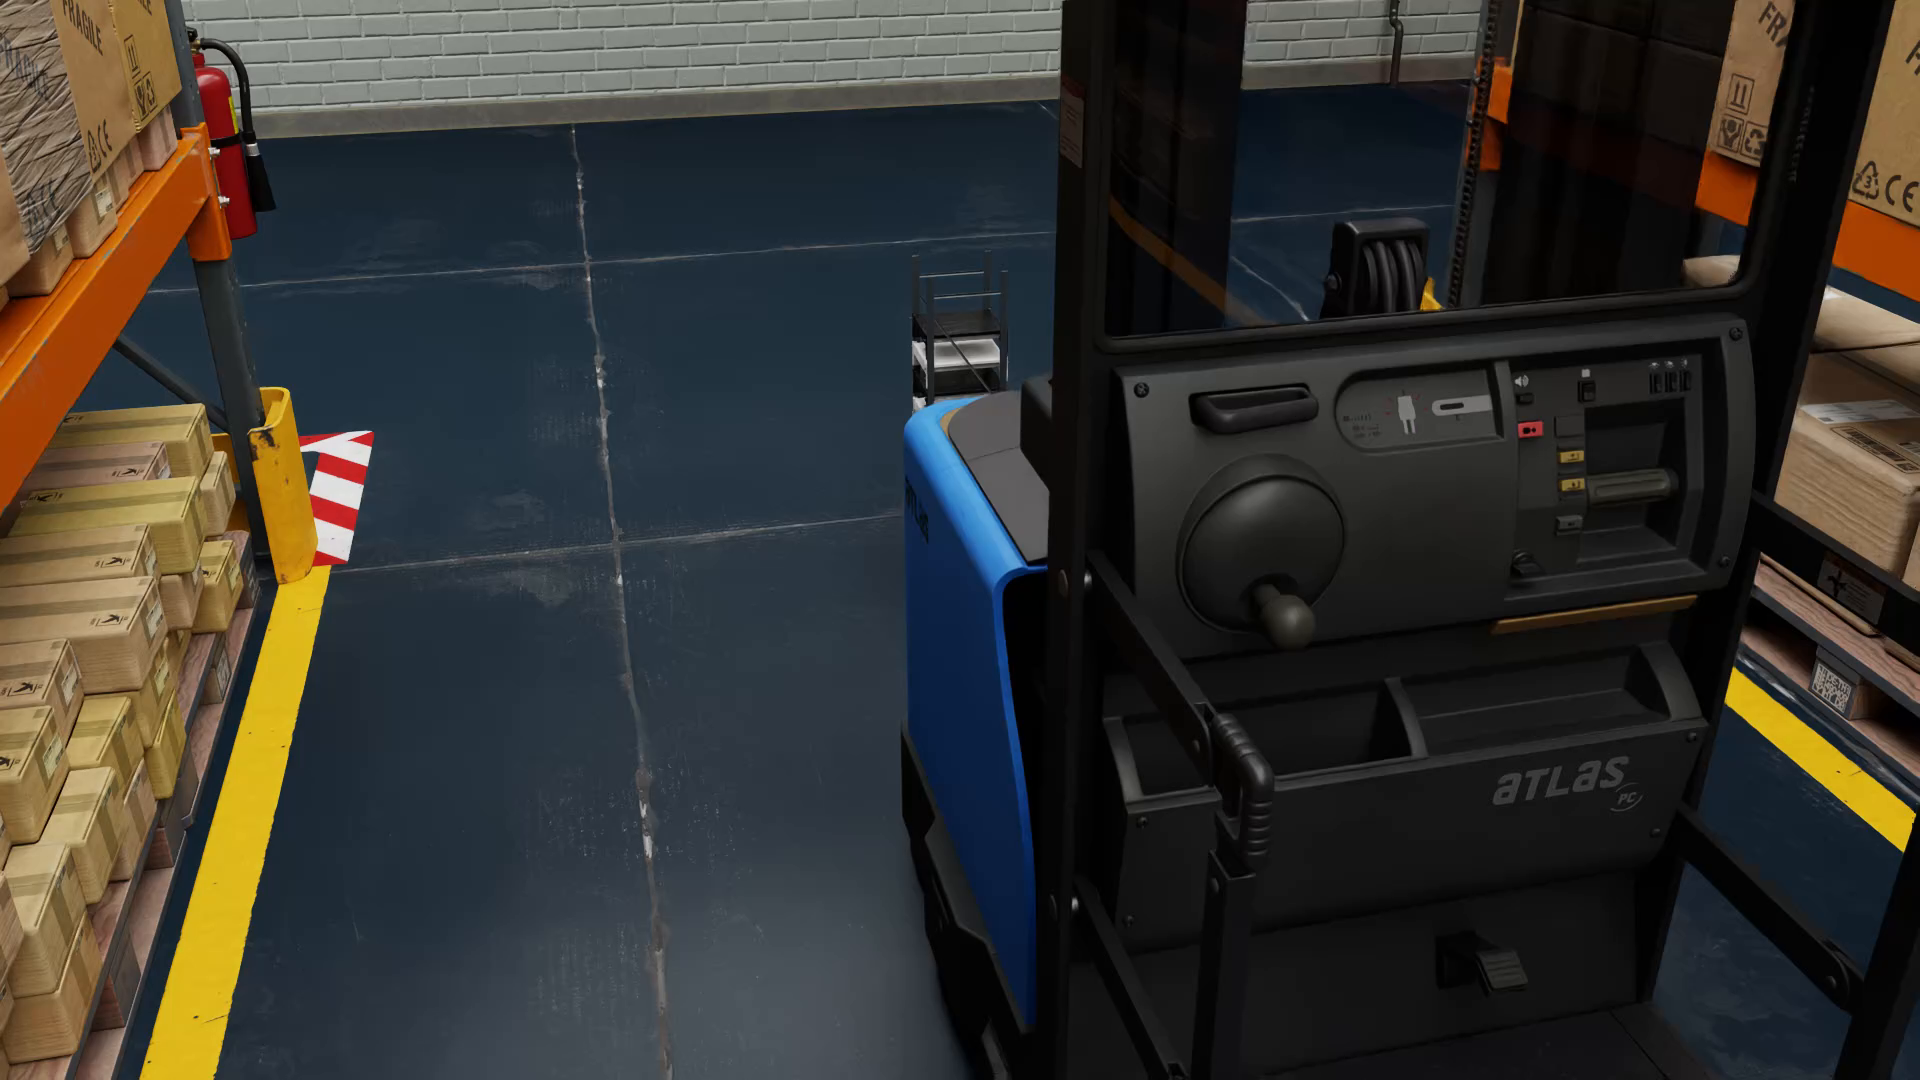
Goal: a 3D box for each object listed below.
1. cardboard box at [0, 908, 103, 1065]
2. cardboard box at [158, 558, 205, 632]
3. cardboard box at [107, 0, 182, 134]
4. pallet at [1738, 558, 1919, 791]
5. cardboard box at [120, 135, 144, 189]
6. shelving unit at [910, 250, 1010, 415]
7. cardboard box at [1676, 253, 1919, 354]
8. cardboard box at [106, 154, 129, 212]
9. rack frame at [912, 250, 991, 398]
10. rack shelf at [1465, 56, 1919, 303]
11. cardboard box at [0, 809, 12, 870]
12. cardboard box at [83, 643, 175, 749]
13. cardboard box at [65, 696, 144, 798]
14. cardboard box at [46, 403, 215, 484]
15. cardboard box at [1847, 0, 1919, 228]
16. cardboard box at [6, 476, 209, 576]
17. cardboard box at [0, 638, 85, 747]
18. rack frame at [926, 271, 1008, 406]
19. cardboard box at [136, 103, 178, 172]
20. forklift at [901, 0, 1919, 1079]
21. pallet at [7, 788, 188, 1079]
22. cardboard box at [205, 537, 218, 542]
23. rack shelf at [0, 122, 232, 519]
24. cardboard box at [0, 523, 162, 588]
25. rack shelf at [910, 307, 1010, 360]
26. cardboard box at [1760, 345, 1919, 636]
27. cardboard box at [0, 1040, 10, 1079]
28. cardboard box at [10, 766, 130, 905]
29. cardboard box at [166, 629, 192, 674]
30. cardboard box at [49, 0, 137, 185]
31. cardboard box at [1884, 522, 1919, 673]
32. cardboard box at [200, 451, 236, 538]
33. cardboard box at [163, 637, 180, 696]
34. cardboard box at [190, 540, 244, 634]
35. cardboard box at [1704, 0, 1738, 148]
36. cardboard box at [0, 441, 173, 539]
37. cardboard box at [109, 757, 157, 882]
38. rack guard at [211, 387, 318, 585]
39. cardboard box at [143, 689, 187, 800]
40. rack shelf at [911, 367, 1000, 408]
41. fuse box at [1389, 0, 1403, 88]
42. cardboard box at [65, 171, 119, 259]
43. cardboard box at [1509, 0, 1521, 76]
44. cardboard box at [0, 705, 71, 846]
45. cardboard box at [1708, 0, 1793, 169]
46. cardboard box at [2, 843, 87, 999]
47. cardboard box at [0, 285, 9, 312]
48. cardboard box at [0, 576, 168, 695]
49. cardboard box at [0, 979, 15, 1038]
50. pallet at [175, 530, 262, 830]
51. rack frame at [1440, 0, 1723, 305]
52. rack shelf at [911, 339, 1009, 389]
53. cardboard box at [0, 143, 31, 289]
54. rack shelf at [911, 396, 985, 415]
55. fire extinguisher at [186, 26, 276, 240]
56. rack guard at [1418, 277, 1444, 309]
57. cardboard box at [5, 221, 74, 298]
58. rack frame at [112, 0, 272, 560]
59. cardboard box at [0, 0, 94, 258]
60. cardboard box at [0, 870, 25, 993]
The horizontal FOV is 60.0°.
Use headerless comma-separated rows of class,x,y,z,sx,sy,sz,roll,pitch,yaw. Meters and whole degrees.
cardboard box,-1.787,0.820,2.994,0.380,0.149,0.250,-7,28,-13
cardboard box,-2.072,0.120,4.051,0.380,0.149,0.250,-7,28,-14
cardboard box,-2.236,-1.270,3.995,0.500,0.500,0.500,-5,27,-11
pallet,2.740,0.312,4.397,1.003,0.211,1.213,-6,27,-12
cardboard box,-2.219,-0.924,4.030,0.380,0.149,0.250,-6,27,-12
shelving unit,-0.002,-0.405,5.054,0.258,0.900,0.210,-6,27,-12
cardboard box,2.458,-0.574,5.436,0.875,0.438,0.875,-7,28,-13
cardboard box,-2.148,-0.815,3.815,0.380,0.149,0.250,-6,27,-12
rack frame,-0.025,-0.450,5.143,0.240,0.900,0.006,-6,27,-12
rack shelf,2.663,-0.611,3.930,1.077,0.370,4.000,-6,27,-12
cardboard box,-1.872,0.564,2.842,0.380,0.149,0.250,-7,28,-14
cardboard box,-1.943,0.346,3.604,0.380,0.149,0.250,-6,27,-11
cardboard box,-1.903,0.460,3.377,0.380,0.149,0.250,-5,27,-9
cardboard box,-2.222,-0.237,4.428,0.380,0.149,0.250,-6,27,-11
cardboard box,2.408,-0.952,3.697,0.500,0.500,0.500,-5,27,-10
cardboard box,-2.039,-0.020,3.998,0.380,0.149,0.250,-7,28,-13
cardboard box,-1.976,0.339,3.286,0.380,0.149,0.250,-7,28,-13
rack frame,0.021,-0.361,4.966,0.240,0.900,0.006,-6,27,-12
cardboard box,-2.239,-1.037,4.254,0.380,0.149,0.250,-6,27,-12
forklift,0.721,-0.044,2.084,1.130,2.935,3.031,-6,27,-12
pallet,-2.151,0.910,3.213,1.003,0.211,1.213,-6,27,-12
cardboard box,-2.266,0.032,4.556,0.380,0.149,0.250,-5,27,-11
rack shelf,-2.137,-0.064,2.846,1.077,0.370,4.000,-6,27,-12
cardboard box,-2.042,0.100,3.760,0.380,0.149,0.250,-7,28,-14
rack shelf,-0.002,-0.617,4.948,0.258,0.077,0.200,-6,27,-12
cardboard box,2.673,-0.173,4.642,0.875,0.438,0.875,-5,27,-10
cardboard box,-1.823,0.944,2.749,0.380,0.149,0.250,-7,28,-14
cardboard box,-1.814,0.578,3.143,0.380,0.149,0.250,-6,27,-11
cardboard box,-2.134,0.259,4.105,0.380,0.149,0.250,-6,27,-12
cardboard box,-2.125,-1.043,3.546,0.500,0.500,0.500,-6,27,-12
cardboard box,2.874,0.223,3.858,0.875,0.438,0.875,-7,28,-13
cardboard box,-2.191,-0.108,4.503,0.380,0.149,0.250,-7,28,-13
cardboard box,-2.065,0.366,3.893,0.380,0.149,0.250,-6,27,-11
cardboard box,-2.109,0.134,4.352,0.380,0.149,0.250,-5,27,-10
cardboard box,2.182,-1.396,4.576,0.500,0.500,0.500,-6,27,-12
cardboard box,-2.221,-0.121,4.198,0.380,0.149,0.250,-5,27,-11
cardboard box,-1.905,0.594,3.442,0.380,0.149,0.250,-5,27,-11
rack guard,-2.571,-0.114,4.921,1.175,0.500,0.348,-6,27,-12
cardboard box,-1.947,0.472,3.684,0.380,0.149,0.250,-7,28,-14
rack shelf,-0.002,-0.456,5.029,0.258,0.077,0.200,-6,27,-12
fuse box,2.998,-3.857,10.993,0.539,1.711,0.414,-6,27,-12
cardboard box,-2.068,-0.705,3.598,0.380,0.149,0.250,-5,27,-10
cardboard box,2.041,-1.615,5.010,0.500,0.500,0.500,-6,27,-12
cardboard box,-1.889,0.451,3.064,0.380,0.149,0.250,-6,27,-11
cardboard box,2.279,-1.171,4.129,0.500,0.500,0.500,-6,27,-12
cardboard box,-1.783,0.689,2.923,0.380,0.149,0.250,-6,27,-12
cardboard box,-2.034,-0.462,3.116,0.380,0.149,0.250,-7,28,-14
cardboard box,-1.927,0.212,3.538,0.380,0.149,0.250,-5,27,-10
cardboard box,-1.788,0.806,2.691,0.380,0.149,0.250,-5,27,-9
pallet,-2.422,0.375,4.272,1.003,0.211,1.213,-6,27,-12
rack frame,2.212,-1.810,5.508,1.000,3.000,0.127,-6,27,-12
rack shelf,-0.002,-0.536,4.988,0.258,0.077,0.200,-6,27,-12
cardboard box,-1.899,-0.601,2.671,0.500,0.500,0.500,-5,27,-9
rack shelf,-0.002,-0.376,5.069,0.258,0.077,0.200,-6,27,-12
fire extinguisher,-2.195,-1.220,4.837,0.296,0.674,0.183,-6,27,-12
rack guard,2.207,-0.705,6.092,1.175,0.500,0.348,-6,27,-12
cardboard box,-2.037,-0.587,3.362,0.380,0.149,0.250,-7,28,-14
rack frame,-2.588,-1.263,4.424,1.000,3.000,0.127,-6,27,-12
cardboard box,-2.001,-0.821,3.107,0.500,0.500,0.500,-6,27,-11
cardboard box,-1.730,0.675,2.621,0.380,0.149,0.250,-5,27,-10
